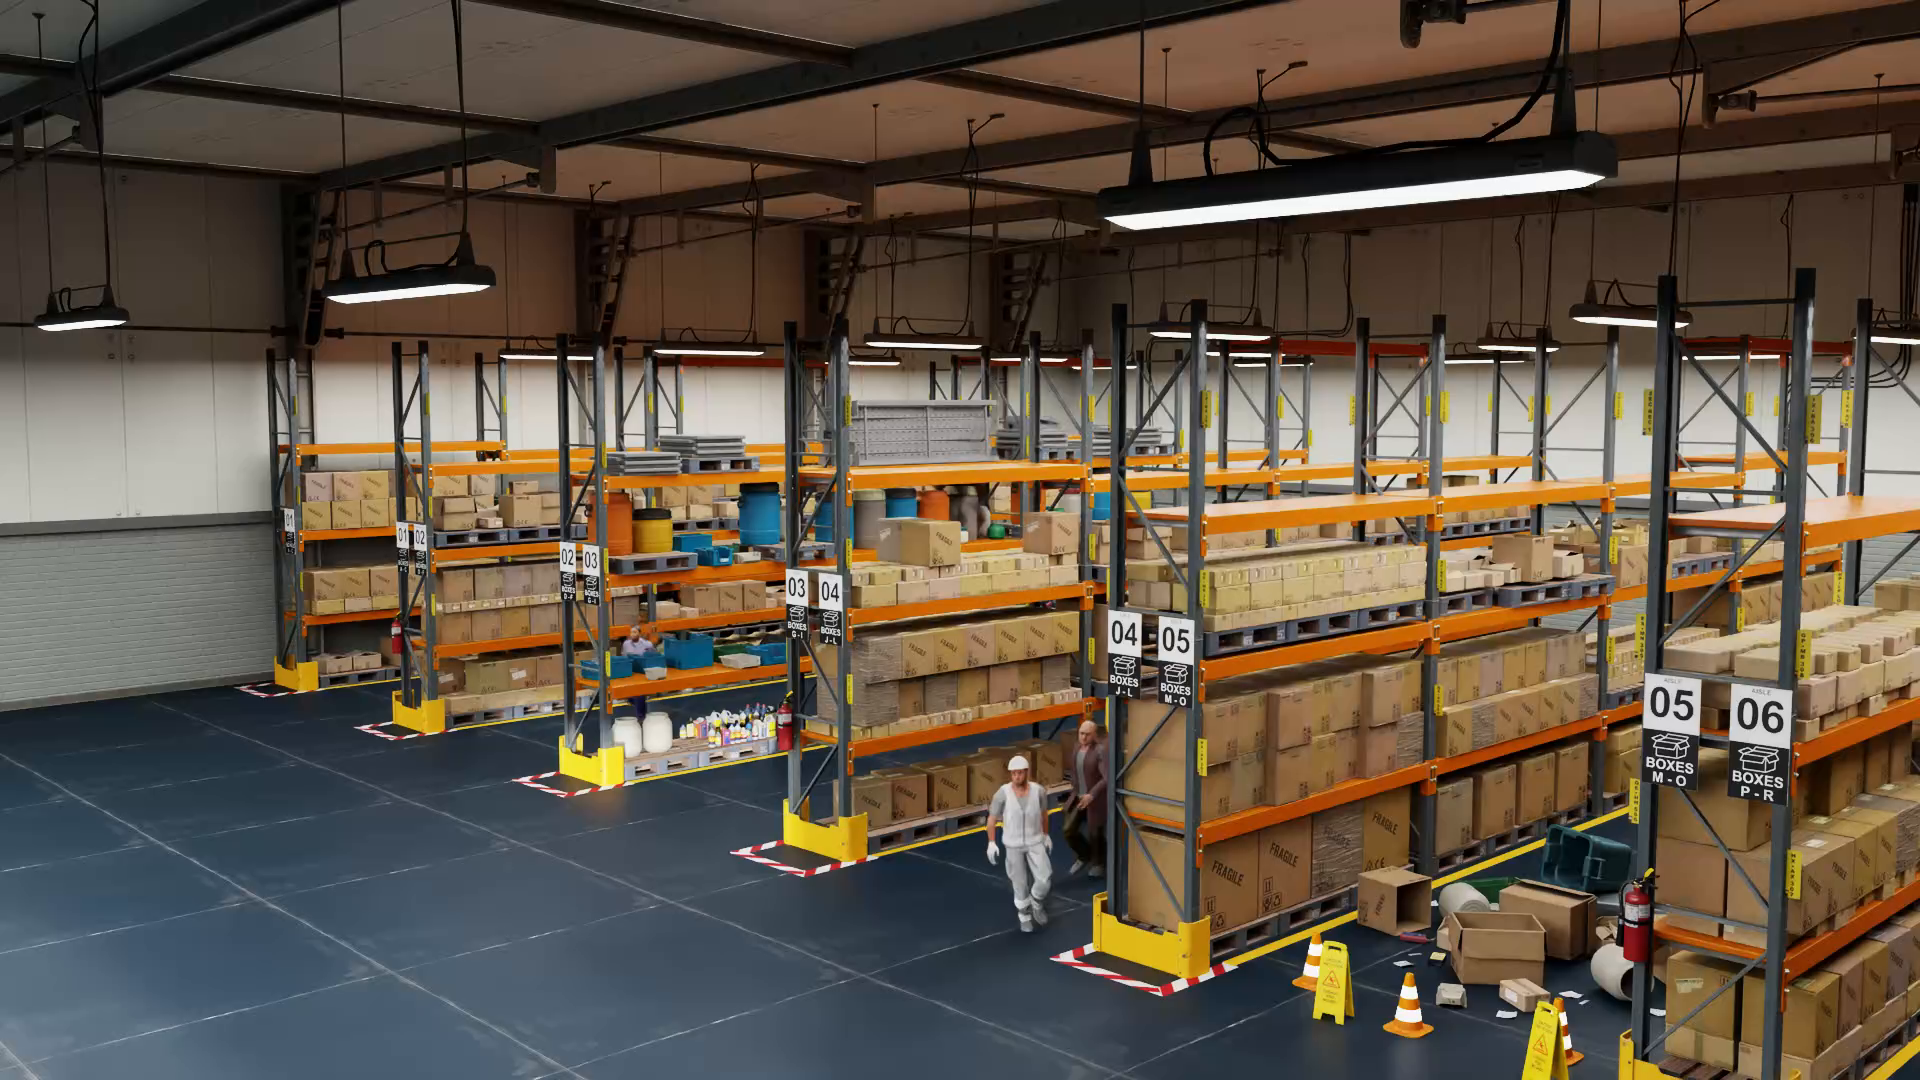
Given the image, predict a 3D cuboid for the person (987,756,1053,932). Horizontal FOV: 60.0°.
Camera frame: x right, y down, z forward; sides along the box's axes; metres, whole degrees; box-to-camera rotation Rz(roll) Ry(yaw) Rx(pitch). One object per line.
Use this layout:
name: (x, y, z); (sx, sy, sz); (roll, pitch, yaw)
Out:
person: (0.573, 2.918, 15.931); (0.654, 1.754, 0.536); (0, 5, -3)

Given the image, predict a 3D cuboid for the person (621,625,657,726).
person: (-5.052, 2.115, 26.268); (0.607, 1.595, 0.637); (1, 5, 13)

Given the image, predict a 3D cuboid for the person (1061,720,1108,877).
person: (1.368, 2.761, 17.630); (0.665, 1.729, 0.881); (4, 6, 37)

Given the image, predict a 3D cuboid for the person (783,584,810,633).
person: (-3.387, 1.336, 34.684); (0.589, 1.725, 0.840); (4, 6, 36)
